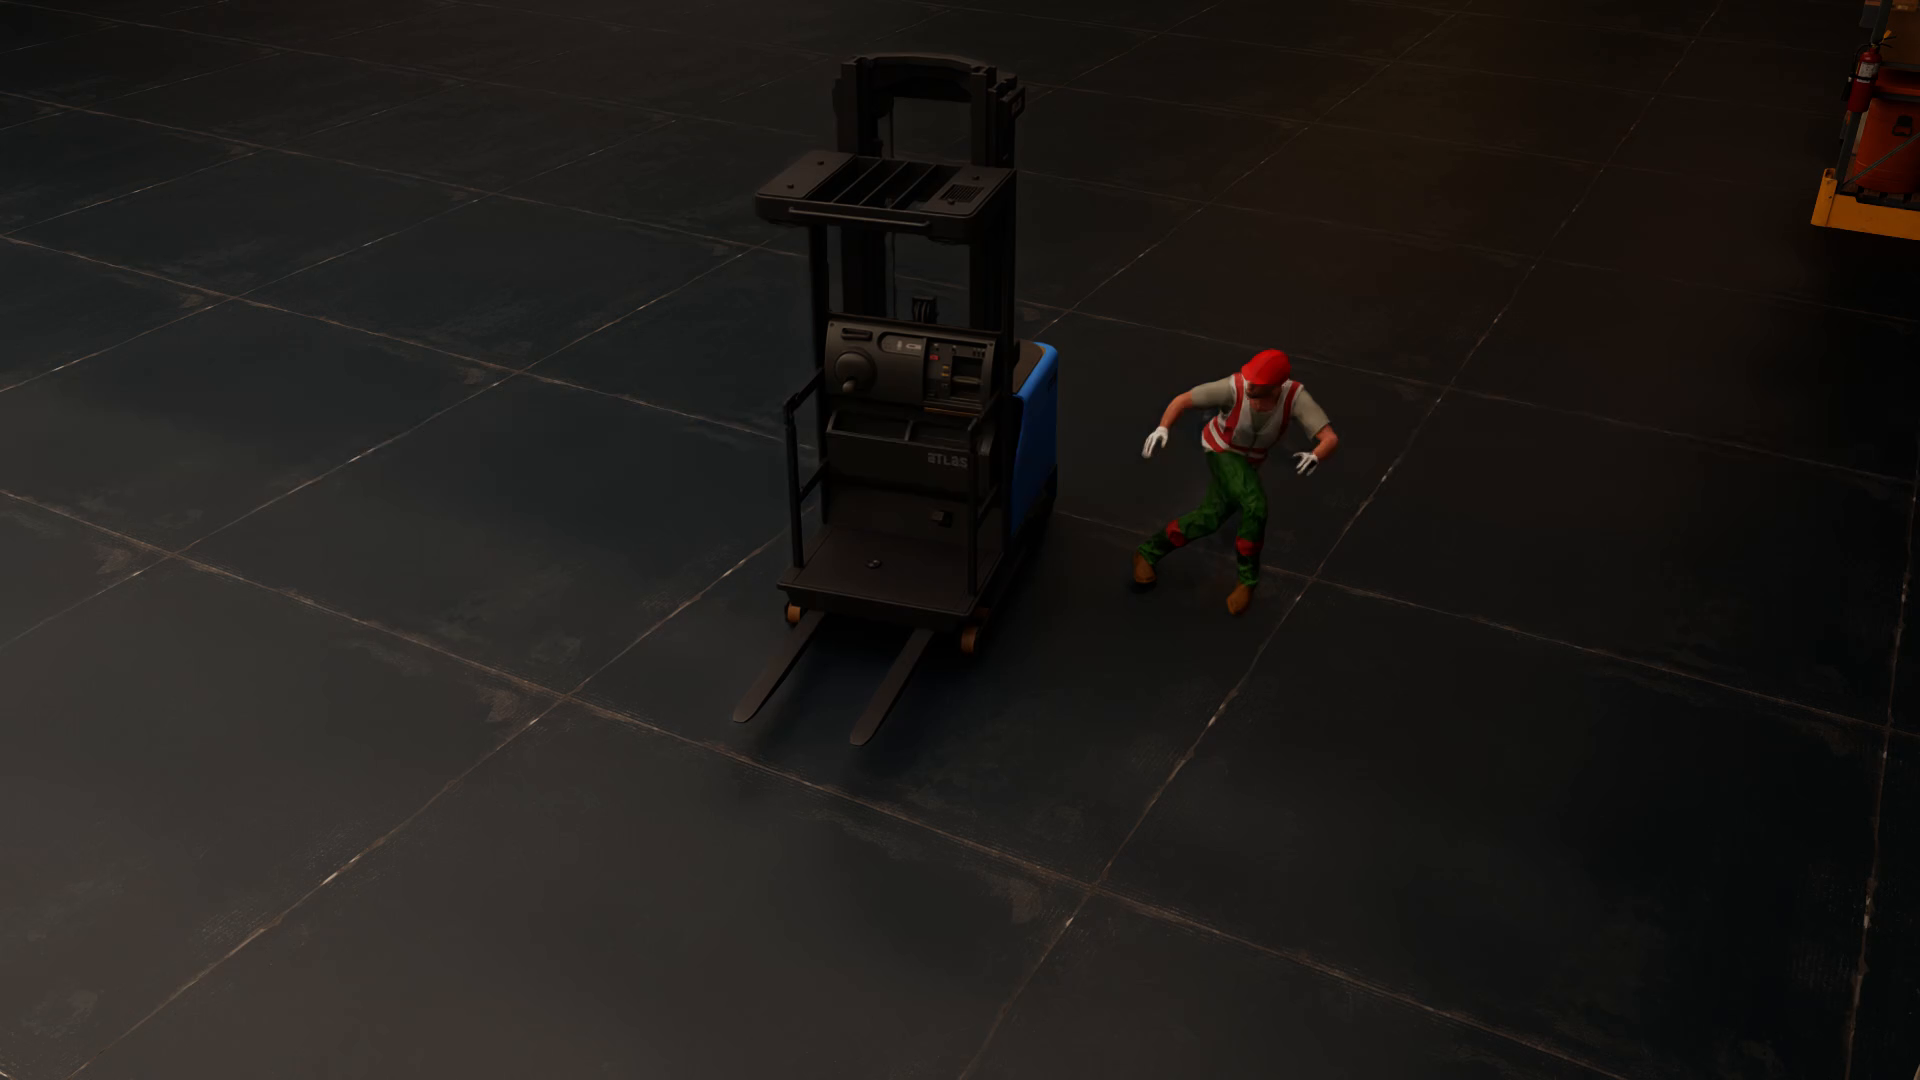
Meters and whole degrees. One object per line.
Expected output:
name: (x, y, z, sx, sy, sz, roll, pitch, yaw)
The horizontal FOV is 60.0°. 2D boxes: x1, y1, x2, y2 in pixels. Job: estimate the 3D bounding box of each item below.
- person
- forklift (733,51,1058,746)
person: (1.478, -0.339, 9.035, 1.000, 1.509, 0.948, -8, 31, -14)
forklift: (-0.329, -0.874, 8.585, 1.130, 2.935, 3.031, 9, 31, 15)
